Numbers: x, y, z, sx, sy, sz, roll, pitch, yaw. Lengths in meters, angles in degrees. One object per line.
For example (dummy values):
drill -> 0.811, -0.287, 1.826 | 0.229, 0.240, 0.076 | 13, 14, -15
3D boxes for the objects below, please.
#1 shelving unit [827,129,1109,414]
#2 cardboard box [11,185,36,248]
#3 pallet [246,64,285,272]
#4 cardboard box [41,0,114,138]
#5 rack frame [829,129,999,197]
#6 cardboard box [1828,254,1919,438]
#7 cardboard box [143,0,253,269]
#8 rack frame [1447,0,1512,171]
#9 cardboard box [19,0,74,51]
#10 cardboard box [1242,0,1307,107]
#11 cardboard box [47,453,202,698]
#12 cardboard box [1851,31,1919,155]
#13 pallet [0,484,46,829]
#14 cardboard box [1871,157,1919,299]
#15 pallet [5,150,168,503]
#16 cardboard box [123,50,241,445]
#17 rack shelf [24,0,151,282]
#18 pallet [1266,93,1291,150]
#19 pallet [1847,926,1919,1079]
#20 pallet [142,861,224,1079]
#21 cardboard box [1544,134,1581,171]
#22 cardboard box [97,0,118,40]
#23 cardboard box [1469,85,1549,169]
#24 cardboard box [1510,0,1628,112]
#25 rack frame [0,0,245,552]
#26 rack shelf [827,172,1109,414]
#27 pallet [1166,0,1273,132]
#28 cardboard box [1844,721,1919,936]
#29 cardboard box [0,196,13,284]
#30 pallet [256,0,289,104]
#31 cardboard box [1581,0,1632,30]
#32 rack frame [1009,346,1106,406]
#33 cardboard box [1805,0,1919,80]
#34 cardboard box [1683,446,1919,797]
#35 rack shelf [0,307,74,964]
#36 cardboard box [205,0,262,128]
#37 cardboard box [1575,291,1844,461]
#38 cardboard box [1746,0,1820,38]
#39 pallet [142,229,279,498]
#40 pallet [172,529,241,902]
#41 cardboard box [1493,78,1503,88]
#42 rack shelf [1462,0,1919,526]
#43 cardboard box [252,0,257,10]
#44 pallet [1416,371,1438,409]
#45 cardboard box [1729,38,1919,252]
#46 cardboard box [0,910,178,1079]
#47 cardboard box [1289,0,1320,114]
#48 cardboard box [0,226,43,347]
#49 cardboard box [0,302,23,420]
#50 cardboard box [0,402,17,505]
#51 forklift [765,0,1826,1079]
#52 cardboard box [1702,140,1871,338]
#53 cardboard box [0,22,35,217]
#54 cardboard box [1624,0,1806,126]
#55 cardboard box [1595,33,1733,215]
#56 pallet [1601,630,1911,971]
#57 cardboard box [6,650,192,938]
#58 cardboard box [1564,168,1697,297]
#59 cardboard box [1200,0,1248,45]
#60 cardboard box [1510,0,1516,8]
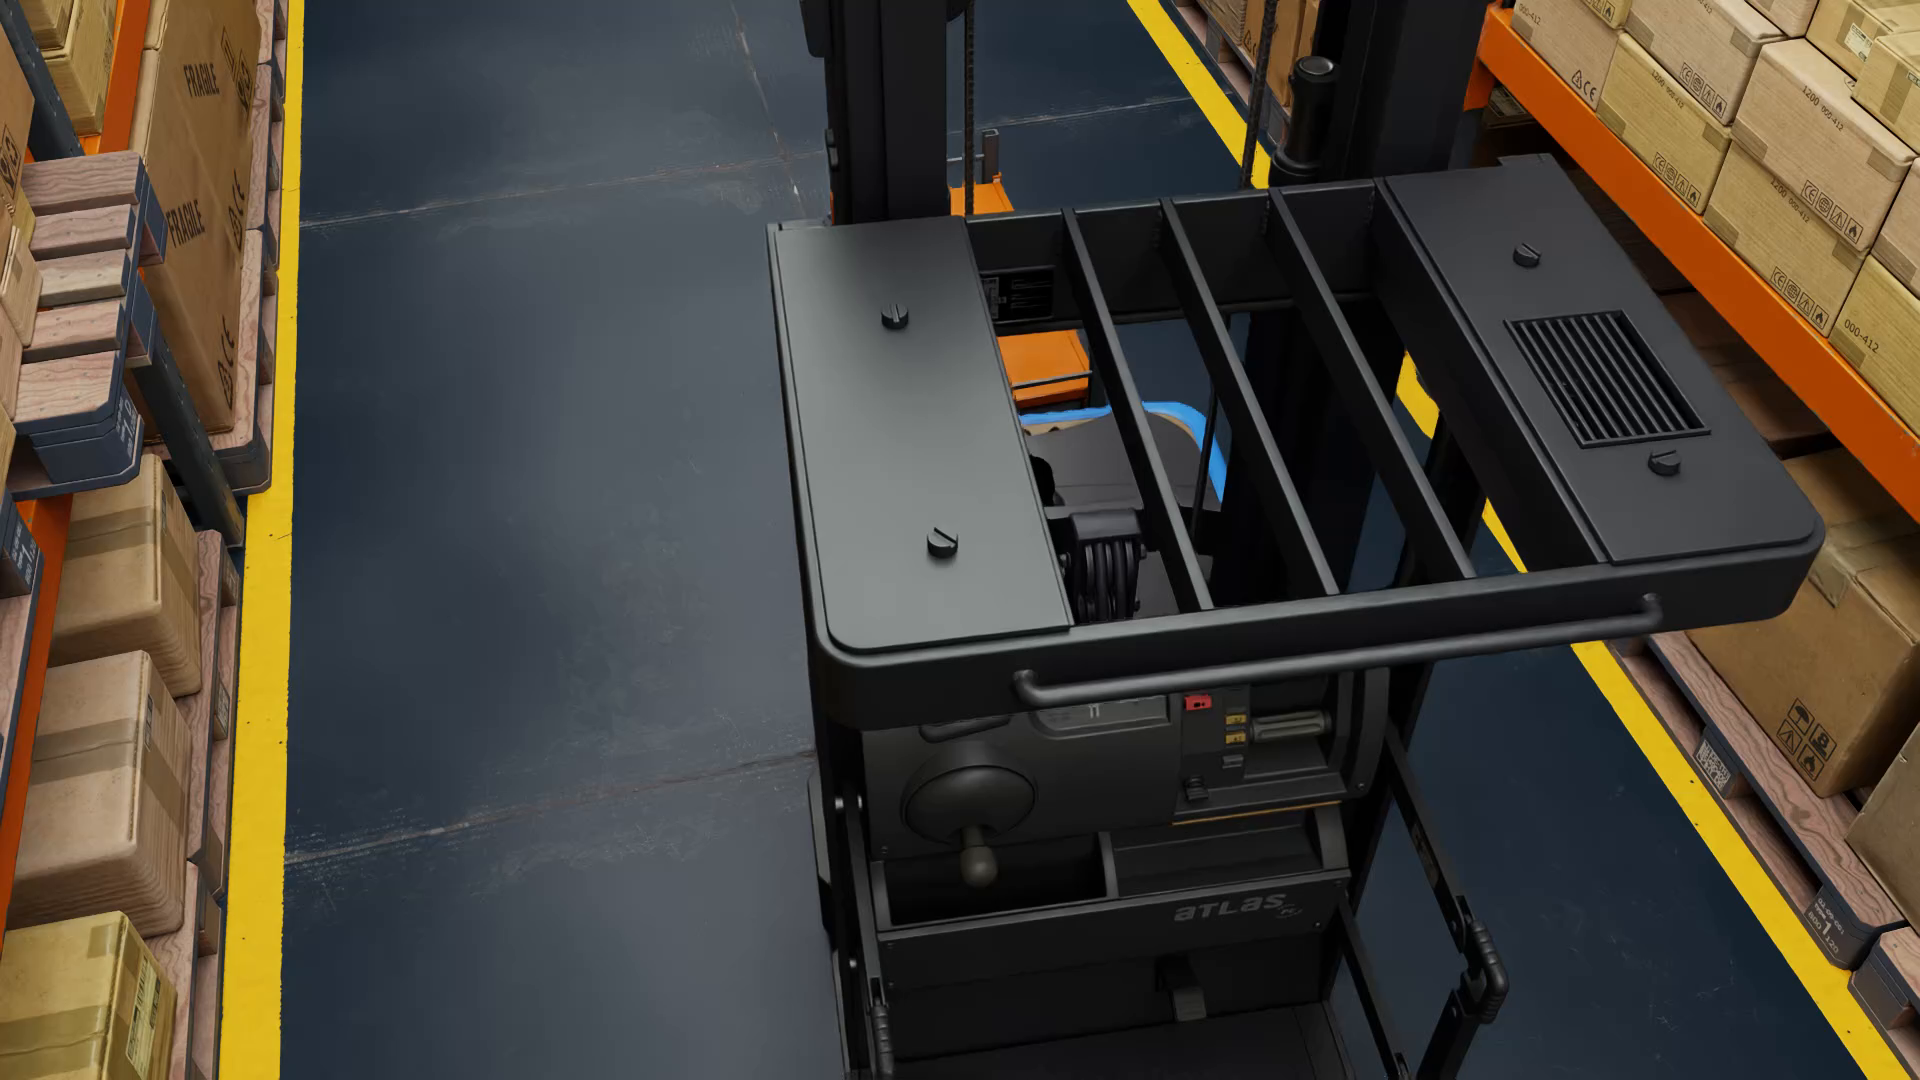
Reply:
shelving unit -> -0.002, -0.398, 4.853 | 0.538, 1.125, 1.048 | -11, 47, -10
cardboard box -> -2.298, -0.677, 3.695 | 0.380, 0.149, 0.250 | -10, 46, -10
pallet -> -3.186, -1.396, 6.471 | 1.003, 0.211, 1.213 | -11, 47, -10
cardboard box -> -2.630, -1.305, 4.534 | 0.500, 0.250, 0.500 | -11, 47, -11
rack frame -> -0.132, -0.749, 5.197 | 0.500, 1.125, 0.032 | -11, 47, -10
cardboard box -> 2.320, -0.419, 3.666 | 0.500, 0.250, 0.500 | -9, 46, -9
cardboard box -> -3.069, -1.485, 5.799 | 0.875, 0.875, 0.875 | -10, 46, -10
rack frame -> 2.049, -1.884, 4.996 | 1.000, 3.000, 0.127 | -11, 47, -10
cardboard box -> -2.639, -1.491, 4.366 | 0.500, 0.250, 0.500 | -11, 47, -11
cardboard box -> 1.479, -2.117, 6.680 | 0.500, 0.500, 0.500 | -9, 46, -9
cardboard box -> -2.613, 0.191, 4.508 | 0.950, 0.372, 0.625 | -14, 47, -13
cardboard box -> 2.187, -0.983, 3.589 | 0.380, 0.149, 0.250 | -10, 46, -9
pallet -> -2.202, 0.453, 2.840 | 1.003, 0.211, 1.213 | -11, 47, -10
cardboard box -> 2.326, -0.596, 3.489 | 0.500, 0.250, 0.500 | -10, 46, -10
pallet -> -2.462, -0.434, 3.709 | 1.213, 0.211, 1.003 | -11, 47, -10
cardboard box -> -2.844, -0.869, 5.195 | 0.875, 0.875, 0.875 | -11, 47, -11
rack shelf -> -3.260, -2.103, 5.714 | 1.077, 0.370, 4.000 | -11, 47, -10
pallet -> 1.895, -1.430, 6.504 | 1.003, 0.211, 1.213 | -11, 47, -10
pallet -> 2.847, 1.352, 3.777 | 1.003, 0.211, 1.213 | -11, 47, -10
pallet -> -2.240, 1.383, 3.747 | 1.003, 0.211, 1.213 | -11, 47, -10
cardboard box -> 2.212, -1.498, 6.074 | 0.500, 0.500, 0.500 | -9, 46, -9
cardboard box -> -2.778, -1.656, 4.878 | 0.500, 0.250, 0.500 | -12, 47, -11
cardboard box -> 1.733, -1.408, 5.986 | 0.500, 0.500, 0.500 | -9, 46, -9
cardboard box -> 1.927, -1.480, 4.705 | 0.500, 0.250, 0.500 | -11, 47, -10
rack frame -> -2.748, -0.974, 4.104 | 1.000, 3.000, 0.127 | -11, 47, -10
rack shelf -> -0.002, -0.603, 4.644 | 0.538, 0.278, 1.000 | -11, 47, -10
pallet -> 1.586, -2.271, 7.328 | 1.003, 0.211, 1.213 | -11, 47, -10
cardboard box -> 2.738, 0.667, 3.865 | 0.875, 0.625, 0.625 | -11, 47, -11
cardboard box -> -2.220, -0.642, 3.206 | 0.500, 0.500, 0.500 | -11, 47, -11
pallet -> -3.502, -2.240, 7.298 | 1.003, 0.211, 1.213 | -11, 47, -10
cardboard box -> 1.903, -1.651, 4.522 | 0.500, 0.250, 0.500 | -11, 47, -10
rack frame -> 0.128, -0.047, 4.509 | 0.500, 1.125, 0.032 | -11, 47, -10
cardboard box -> 2.179, -1.169, 3.771 | 0.380, 0.149, 0.250 | -10, 46, -10
cardboard box -> 2.543, 0.148, 4.373 | 0.875, 0.625, 0.625 | -12, 47, -12
rack shelf -> -2.236, 0.659, 3.008 | 1.077, 0.370, 4.000 | -11, 47, -10
cardboard box -> -3.297, -2.103, 6.404 | 0.875, 0.875, 0.875 | -9, 46, -9
cardboard box -> 2.371, -0.317, 4.829 | 0.875, 0.625, 0.625 | -9, 46, -9
cardboard box -> 2.086, -1.337, 3.936 | 0.380, 0.149, 0.250 | -10, 46, -10
pallet -> -2.877, -0.556, 5.647 | 1.003, 0.211, 1.213 | -11, 47, -10
pallet -> -2.549, 0.542, 4.571 | 1.003, 0.211, 1.213 | -11, 47, -10
cardboard box -> 1.678, -1.677, 5.796 | 0.380, 0.149, 0.250 | -13, 47, -12
rack shelf -> 2.561, -0.251, 3.899 | 1.077, 0.370, 4.000 | -11, 47, -10
cardboard box -> -3.536, -2.725, 7.014 | 0.875, 0.875, 0.875 | -9, 46, -9
pallet -> 2.222, -0.332, 5.428 | 1.003, 0.211, 1.213 | -11, 47, -10
cardboard box -> 2.170, -0.945, 3.830 | 0.500, 0.250, 0.500 | -12, 47, -11
cardboard box -> -2.228, 1.224, 3.496 | 0.950, 0.372, 0.625 | -9, 46, -9
cardboard box -> 1.615, -1.756, 6.327 | 0.500, 0.500, 0.500 | -11, 47, -11
cardboard box -> -2.190, -0.512, 3.533 | 0.380, 0.149, 0.250 | -11, 47, -11
cardboard box -> -2.133, -0.336, 3.361 | 0.380, 0.149, 0.250 | -13, 47, -12
cardboard box -> -2.049, -0.149, 3.178 | 0.380, 0.149, 0.250 | -10, 46, -10
forklift -> 0.327, 0.461, 2.746 | 1.130, 2.935, 3.031 | -6, 46, -6
cardboard box -> 2.189, -0.778, 4.017 | 0.500, 0.250, 0.500 | -12, 47, -12
cardboard box -> -2.363, -0.997, 3.554 | 0.500, 0.500, 0.500 | -12, 47, -11
cardboard box -> 2.054, -1.309, 4.188 | 0.500, 0.250, 0.500 | -9, 46, -9
cardboard box -> 2.051, -1.132, 4.364 | 0.500, 0.250, 0.500 | -12, 47, -11
pallet -> 2.531, 0.509, 4.604 | 1.003, 0.211, 1.213 | -11, 47, -10
cardboard box -> -2.416, 0.699, 4.010 | 0.950, 0.372, 0.625 | -12, 47, -11
cardboard box -> 2.196, -0.766, 5.269 | 0.875, 0.625, 0.625 | -9, 46, -9
cardboard box -> 1.328, -2.472, 7.028 | 0.500, 0.500, 0.500 | -12, 47, -12
cardboard box -> 2.175, -1.988, 6.100 | 0.380, 0.149, 0.250 | -9, 46, -9
